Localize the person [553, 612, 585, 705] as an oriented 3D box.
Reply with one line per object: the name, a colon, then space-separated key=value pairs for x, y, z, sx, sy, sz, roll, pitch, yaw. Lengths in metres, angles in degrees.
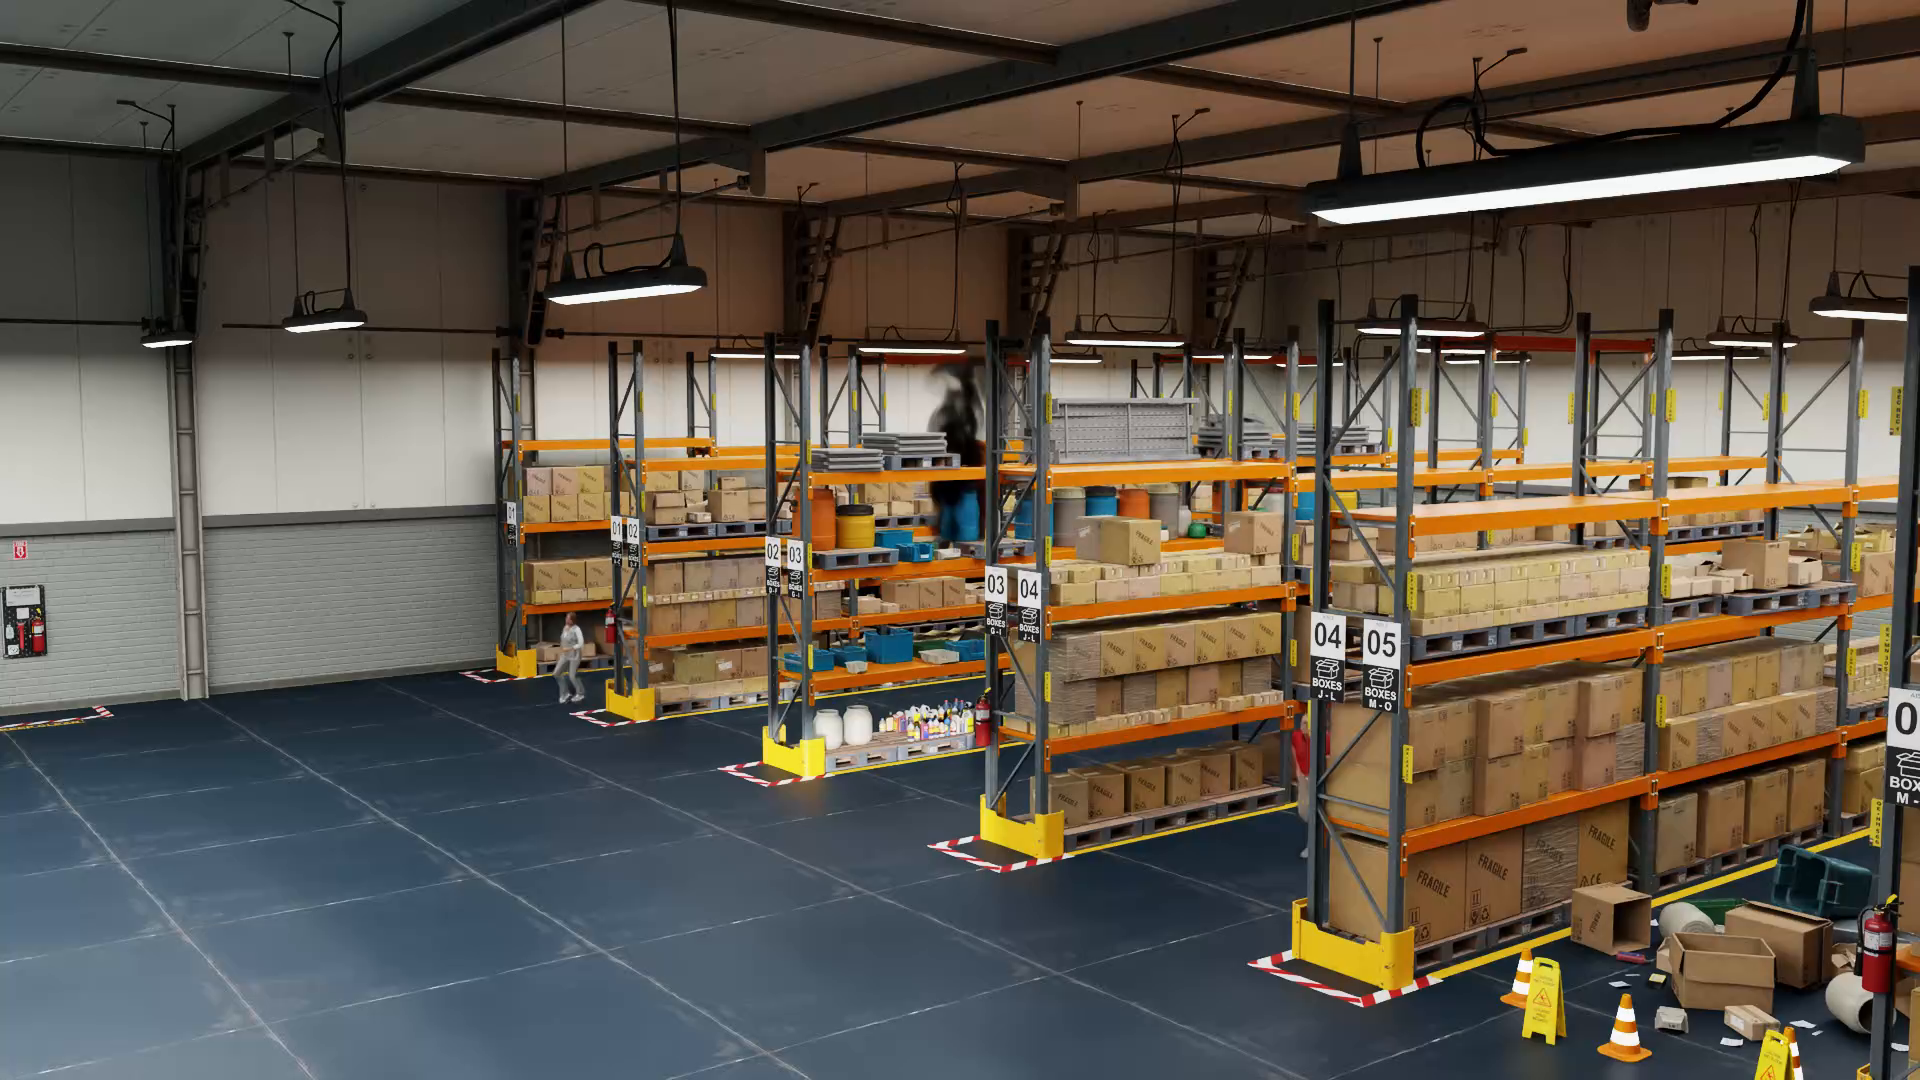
person: x=-6.426 y=1.979 z=27.706 sx=0.559 sy=1.595 sz=0.625 roll=4 pitch=6 yaw=37

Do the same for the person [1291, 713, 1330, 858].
person: x=4.026 y=2.725 z=18.686 sx=0.659 sy=1.669 sz=0.791 roll=4 pitch=6 yaw=35
